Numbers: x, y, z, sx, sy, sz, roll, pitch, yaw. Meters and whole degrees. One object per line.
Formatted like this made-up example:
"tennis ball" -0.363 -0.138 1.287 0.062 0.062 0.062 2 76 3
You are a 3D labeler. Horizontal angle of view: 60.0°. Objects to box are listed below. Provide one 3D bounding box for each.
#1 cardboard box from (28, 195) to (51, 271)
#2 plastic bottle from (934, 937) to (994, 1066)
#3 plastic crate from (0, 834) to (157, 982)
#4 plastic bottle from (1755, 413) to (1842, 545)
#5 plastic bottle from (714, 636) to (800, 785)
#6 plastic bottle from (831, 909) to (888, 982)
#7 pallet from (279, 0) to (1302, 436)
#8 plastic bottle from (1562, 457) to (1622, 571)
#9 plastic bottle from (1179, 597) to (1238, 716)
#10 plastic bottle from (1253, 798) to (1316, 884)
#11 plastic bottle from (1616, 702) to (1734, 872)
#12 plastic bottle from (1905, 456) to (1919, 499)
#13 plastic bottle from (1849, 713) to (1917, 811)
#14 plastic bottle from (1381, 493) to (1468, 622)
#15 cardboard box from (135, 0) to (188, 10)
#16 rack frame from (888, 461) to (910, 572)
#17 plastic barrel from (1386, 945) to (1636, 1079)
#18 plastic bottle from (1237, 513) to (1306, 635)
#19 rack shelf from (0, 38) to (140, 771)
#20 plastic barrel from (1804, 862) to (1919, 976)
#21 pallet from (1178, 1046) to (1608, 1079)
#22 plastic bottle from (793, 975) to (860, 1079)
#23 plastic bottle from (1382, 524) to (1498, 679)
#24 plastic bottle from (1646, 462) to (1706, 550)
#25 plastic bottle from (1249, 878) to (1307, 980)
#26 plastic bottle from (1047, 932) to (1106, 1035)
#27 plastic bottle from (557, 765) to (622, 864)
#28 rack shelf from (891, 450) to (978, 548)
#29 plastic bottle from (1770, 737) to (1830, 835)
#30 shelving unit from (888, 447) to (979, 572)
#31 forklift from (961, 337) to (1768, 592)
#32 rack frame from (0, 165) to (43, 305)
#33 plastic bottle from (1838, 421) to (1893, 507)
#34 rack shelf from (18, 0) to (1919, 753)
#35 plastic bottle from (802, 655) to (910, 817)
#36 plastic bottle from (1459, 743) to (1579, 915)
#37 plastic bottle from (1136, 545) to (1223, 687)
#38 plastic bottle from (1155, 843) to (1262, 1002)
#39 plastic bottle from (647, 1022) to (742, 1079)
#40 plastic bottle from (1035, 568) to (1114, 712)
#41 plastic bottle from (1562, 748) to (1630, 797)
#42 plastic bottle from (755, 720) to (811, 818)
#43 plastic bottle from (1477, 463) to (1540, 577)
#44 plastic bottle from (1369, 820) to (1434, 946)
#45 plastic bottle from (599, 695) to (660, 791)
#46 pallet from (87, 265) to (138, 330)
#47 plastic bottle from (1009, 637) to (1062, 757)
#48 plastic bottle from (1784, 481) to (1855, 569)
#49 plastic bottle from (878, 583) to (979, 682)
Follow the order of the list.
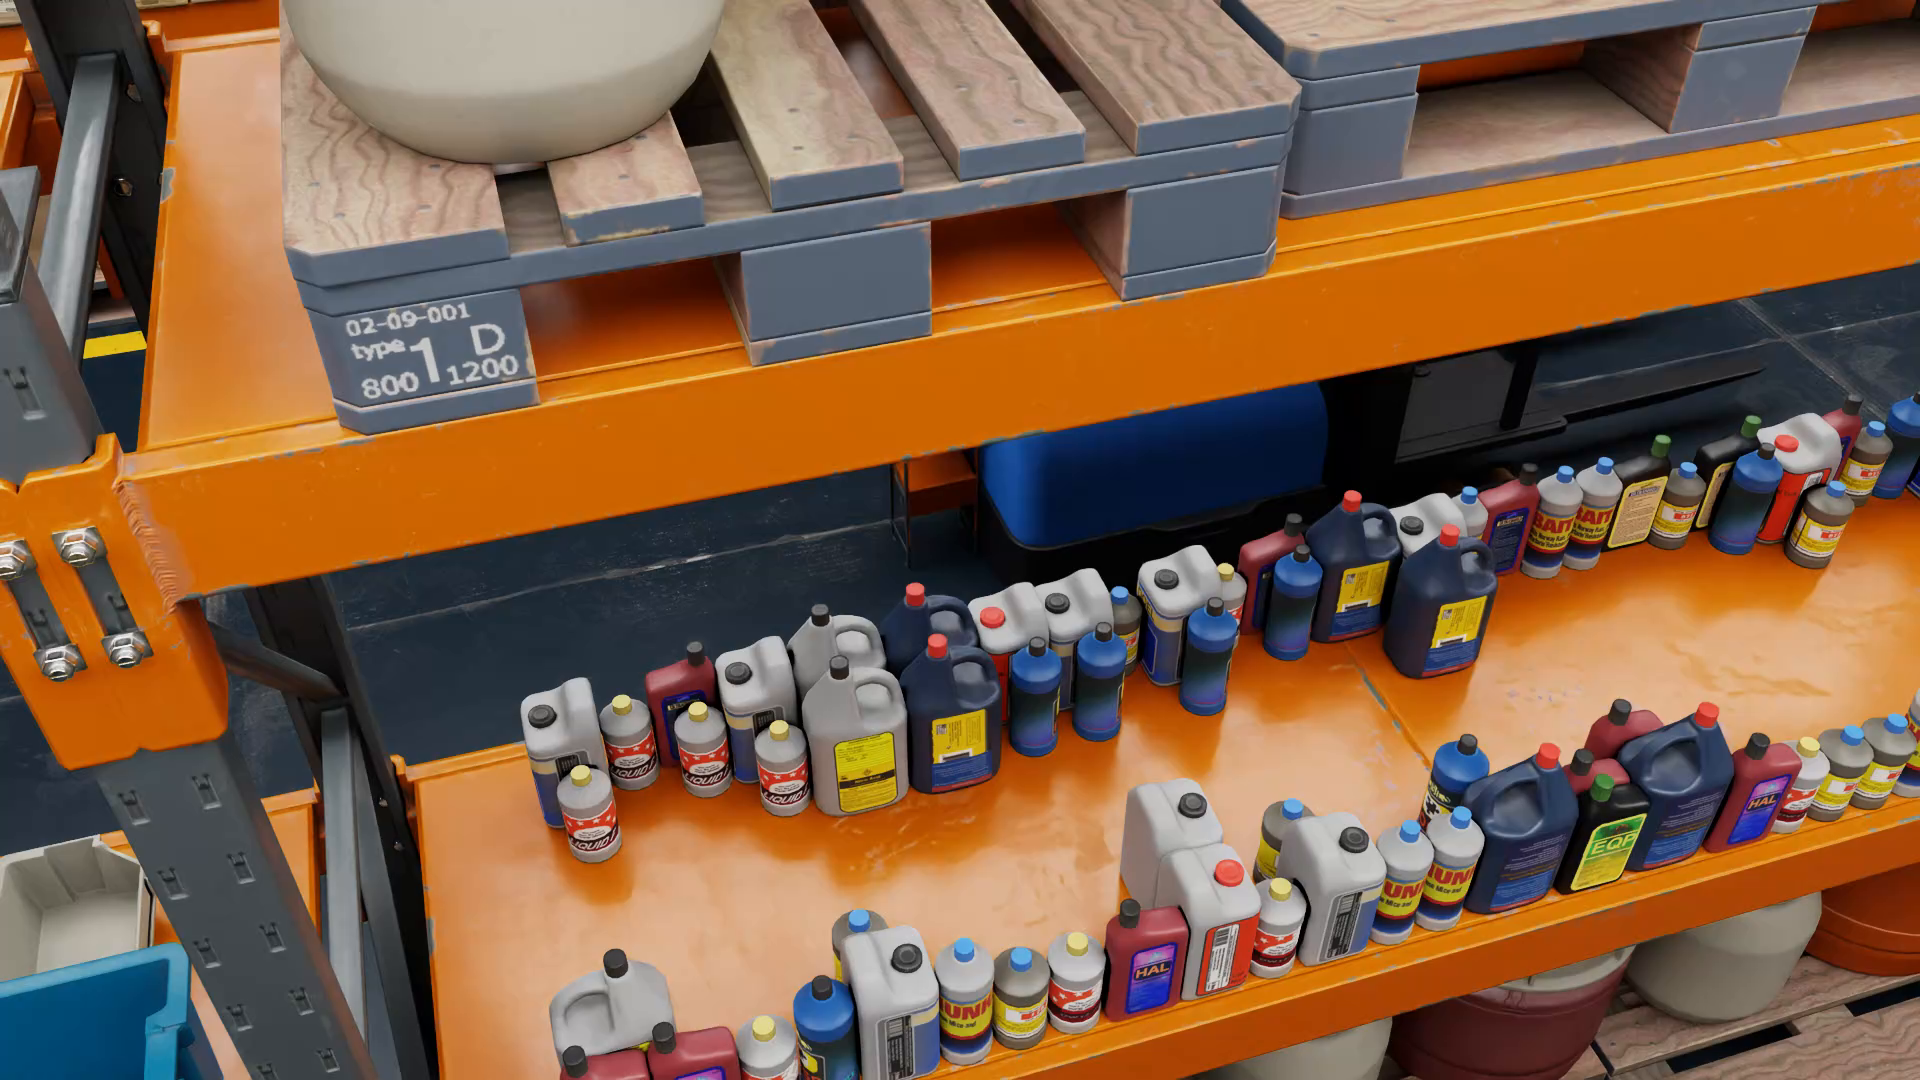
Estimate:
"cardboard box" -4.017 -1.583 6.578 0.875 0.875 0.875 -12 42 -13
"plastic bottle" 0.007 0.743 2.718 0.097 0.271 0.097 0 41 0
"plastic crate" -1.504 0.704 2.819 0.243 0.136 0.396 -12 42 -13
"plastic bottle" 1.847 -0.145 3.730 0.135 0.276 0.152 -12 42 -13
"plastic bottle" -0.390 0.319 3.200 0.135 0.276 0.152 -12 42 -13
"plastic bottle" -0.167 0.700 2.820 0.097 0.201 0.097 0 41 0
"pallet" -0.299 -0.650 2.078 1.003 0.211 1.213 -12 42 -13
"plastic bottle" 1.381 -0.065 3.643 0.097 0.271 0.097 0 41 0
"plastic bottle" 0.496 0.223 3.313 0.097 0.271 0.097 0 41 0
"plastic bottle" 0.588 0.544 2.999 0.097 0.201 0.097 0 41 0
"plastic bottle" 1.286 0.432 3.013 0.185 0.351 0.144 -12 42 -13
"plastic bottle" 2.288 -0.236 3.835 0.135 0.276 0.152 -12 42 -13
"plastic bottle" 1.741 0.410 3.152 0.097 0.201 0.097 0 41 0
"plastic bottle" 0.966 0.038 3.521 0.135 0.276 0.152 -12 42 -13
"cardboard box" -2.943 -2.072 6.032 0.250 0.149 0.380 -11 42 -12
"rack frame" -0.204 -0.351 5.353 0.008 1.050 0.200 -13 43 -14
"plastic barrel" 1.260 0.915 3.937 0.708 0.588 0.600 -12 42 -13
"plastic bottle" 0.648 0.069 3.479 0.133 0.283 0.061 -12 42 -13
"rack shelf" -2.925 0.161 1.552 4.000 0.370 1.077 -12 42 -13
"plastic barrel" 2.337 0.601 4.113 0.708 0.830 0.600 -12 42 -13
"pallet" 0.897 1.305 4.096 1.213 0.211 1.003 -12 42 -13
"plastic bottle" -0.214 0.789 2.665 0.097 0.271 0.097 0 41 0
"plastic bottle" 0.986 0.108 3.385 0.185 0.351 0.144 -12 42 -13
"plastic bottle" 1.601 -0.085 3.718 0.097 0.201 0.097 0 41 0
"plastic bottle" 0.541 0.658 2.867 0.097 0.201 0.097 0 41 0
"plastic bottle" 0.192 0.731 2.785 0.097 0.201 0.097 0 41 0
"plastic bottle" -0.683 0.493 3.056 0.097 0.201 0.097 0 41 0
"rack shelf" -0.088 -0.159 5.573 0.240 0.259 0.215 -13 43 -14
"plastic bottle" 1.555 0.448 3.108 0.097 0.201 0.097 0 41 0
"shelving unit" -0.088 -0.377 5.383 0.252 1.050 0.215 -13 43 -14
"forklift" 1.452 -1.466 5.201 3.031 2.935 1.130 -13 43 -14
"rack frame" -1.017 -1.634 0.781 0.127 3.000 1.000 -12 42 -13
"plastic bottle" 2.077 -0.183 3.831 0.097 0.201 0.097 0 41 0
"rack shelf" 0.891 -0.629 2.457 4.000 0.370 1.077 -12 42 -13
"plastic bottle" -0.195 0.347 3.111 0.185 0.351 0.144 -12 42 -13
"plastic bottle" 0.983 0.495 2.941 0.185 0.351 0.144 -12 42 -13
"plastic bottle" 0.441 0.146 3.397 0.135 0.276 0.152 -12 42 -13
"plastic bottle" 0.422 0.636 2.836 0.135 0.276 0.152 -12 42 -13
"plastic bottle" -0.412 0.838 2.600 0.133 0.283 0.061 -12 42 -13
"plastic bottle" 0.220 0.192 3.344 0.135 0.276 0.152 -12 42 -13
"plastic bottle" 1.129 0.476 3.013 0.133 0.283 0.061 -12 42 -13
"plastic bottle" -0.335 0.421 3.139 0.097 0.201 0.097 0 41 0
"plastic bottle" 1.173 -0.039 3.604 0.133 0.283 0.061 -12 42 -13
"plastic bottle" 0.762 0.586 2.897 0.097 0.271 0.097 0 41 0
"plastic bottle" -0.636 0.379 3.188 0.097 0.201 0.097 0 41 0
"pallet" -3.254 -1.332 7.114 1.213 0.211 1.003 -12 42 -13
"plastic bottle" 0.146 0.295 3.230 0.097 0.271 0.097 0 41 0
"plastic bottle" 1.902 -0.042 3.669 0.097 0.201 0.097 0 41 0
"plastic bottle" -0.062 0.220 3.256 0.185 0.351 0.144 -12 42 -13
